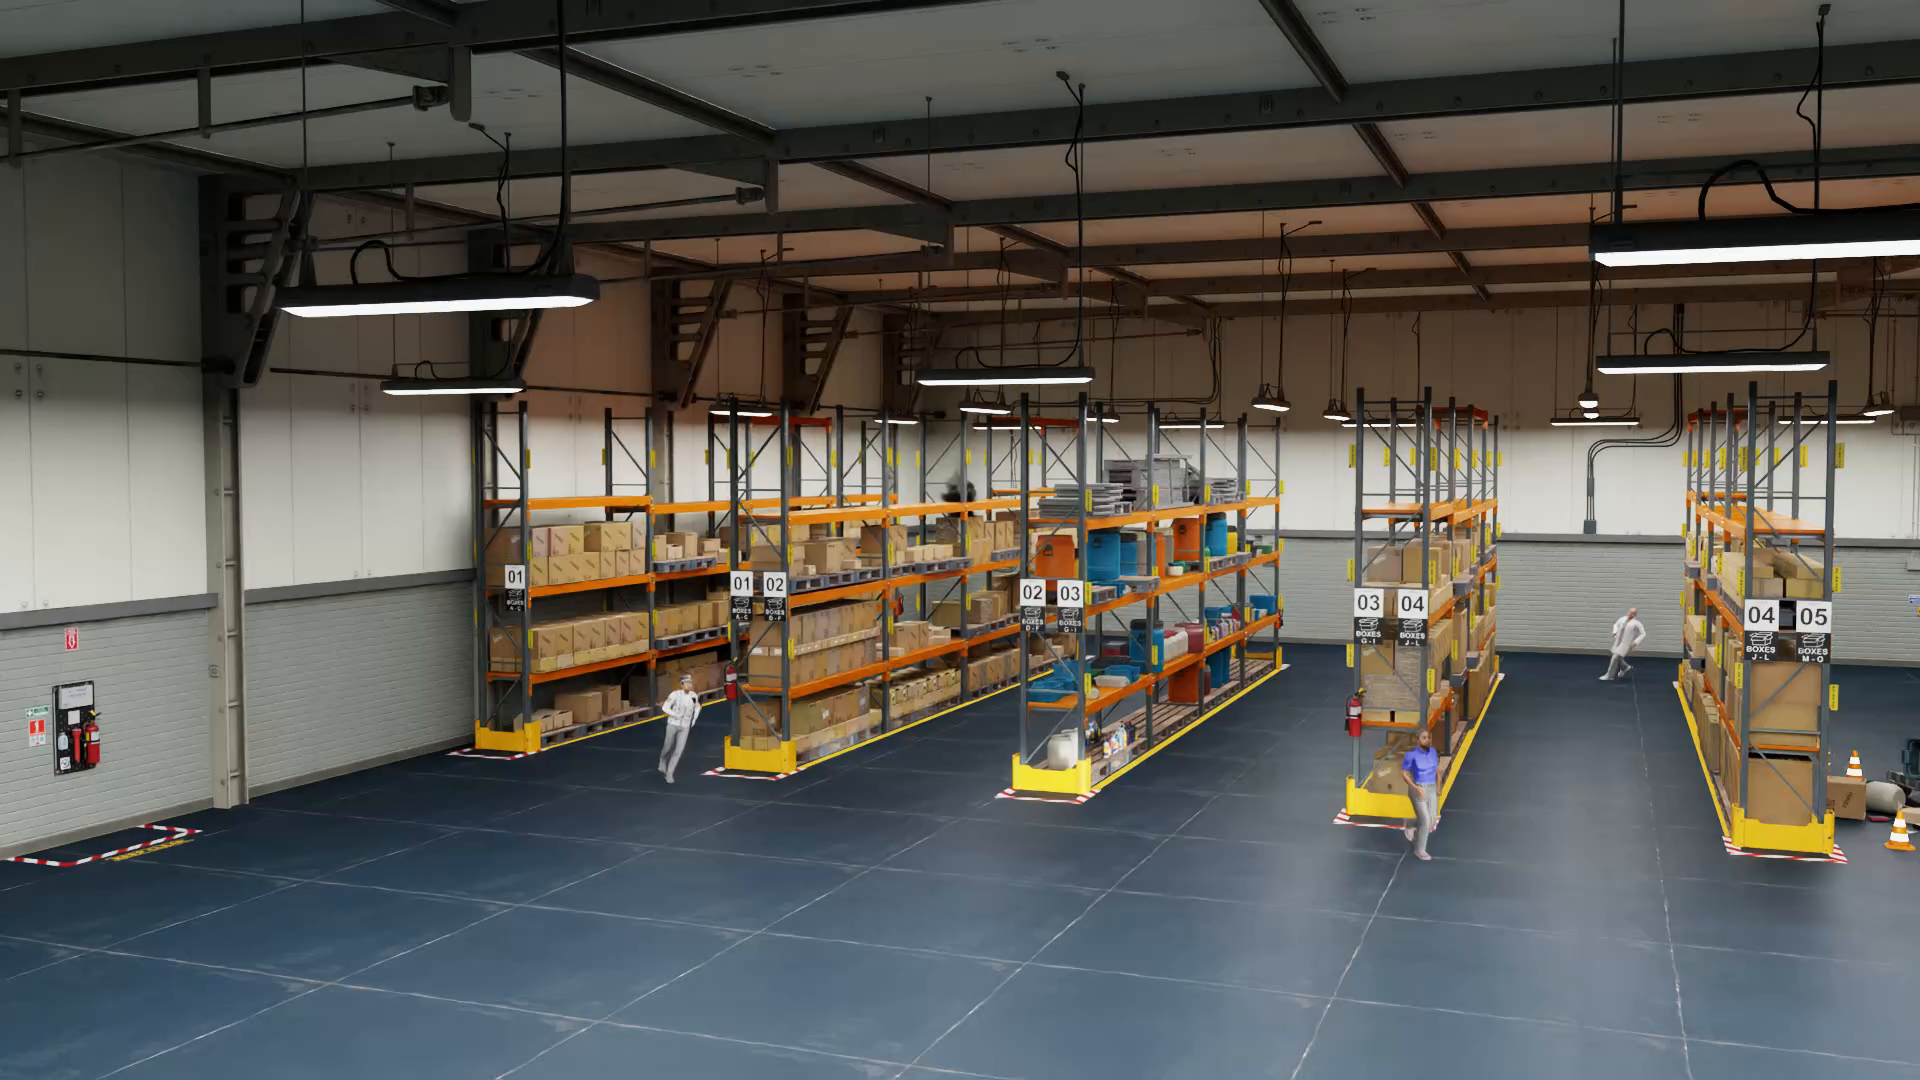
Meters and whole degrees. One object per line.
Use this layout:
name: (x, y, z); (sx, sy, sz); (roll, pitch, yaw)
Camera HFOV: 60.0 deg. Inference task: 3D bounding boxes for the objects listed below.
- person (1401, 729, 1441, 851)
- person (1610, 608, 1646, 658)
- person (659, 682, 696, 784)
person: (5.791, 3.025, 20.955); (0.547, 1.318, 0.577); (-1, 3, -20)
person: (14.916, 2.079, 37.260); (0.464, 1.133, 0.786); (-2, 3, -31)
person: (-4.402, 2.936, 26.025); (0.546, 1.611, 0.882); (-1, 3, -18)
